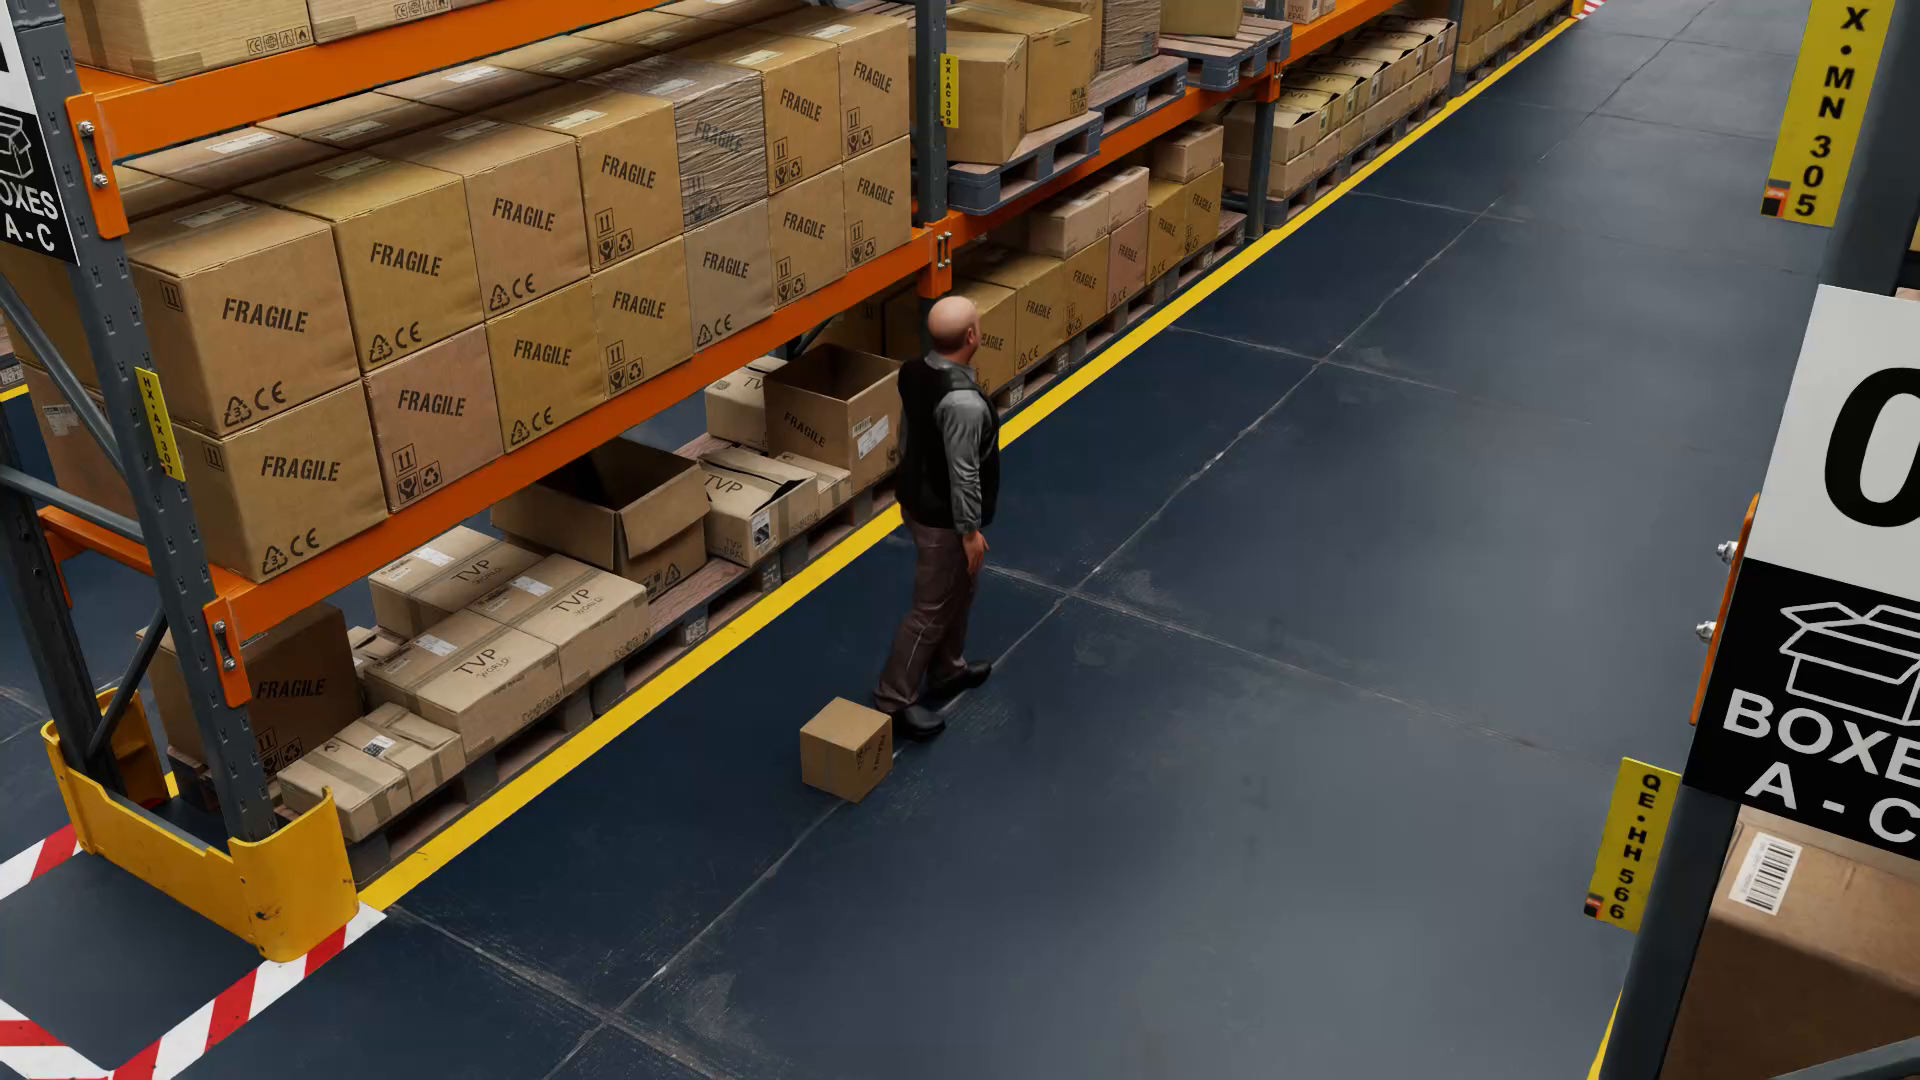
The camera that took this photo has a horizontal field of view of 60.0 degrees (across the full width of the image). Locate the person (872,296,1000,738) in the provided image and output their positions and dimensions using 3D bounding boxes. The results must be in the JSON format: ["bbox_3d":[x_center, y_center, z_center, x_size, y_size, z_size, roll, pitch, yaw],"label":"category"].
[{"bbox_3d":[-0.100,-0.091,6.315,0.563,1.711,0.563,-10,32,-17],"label":"person"}]
